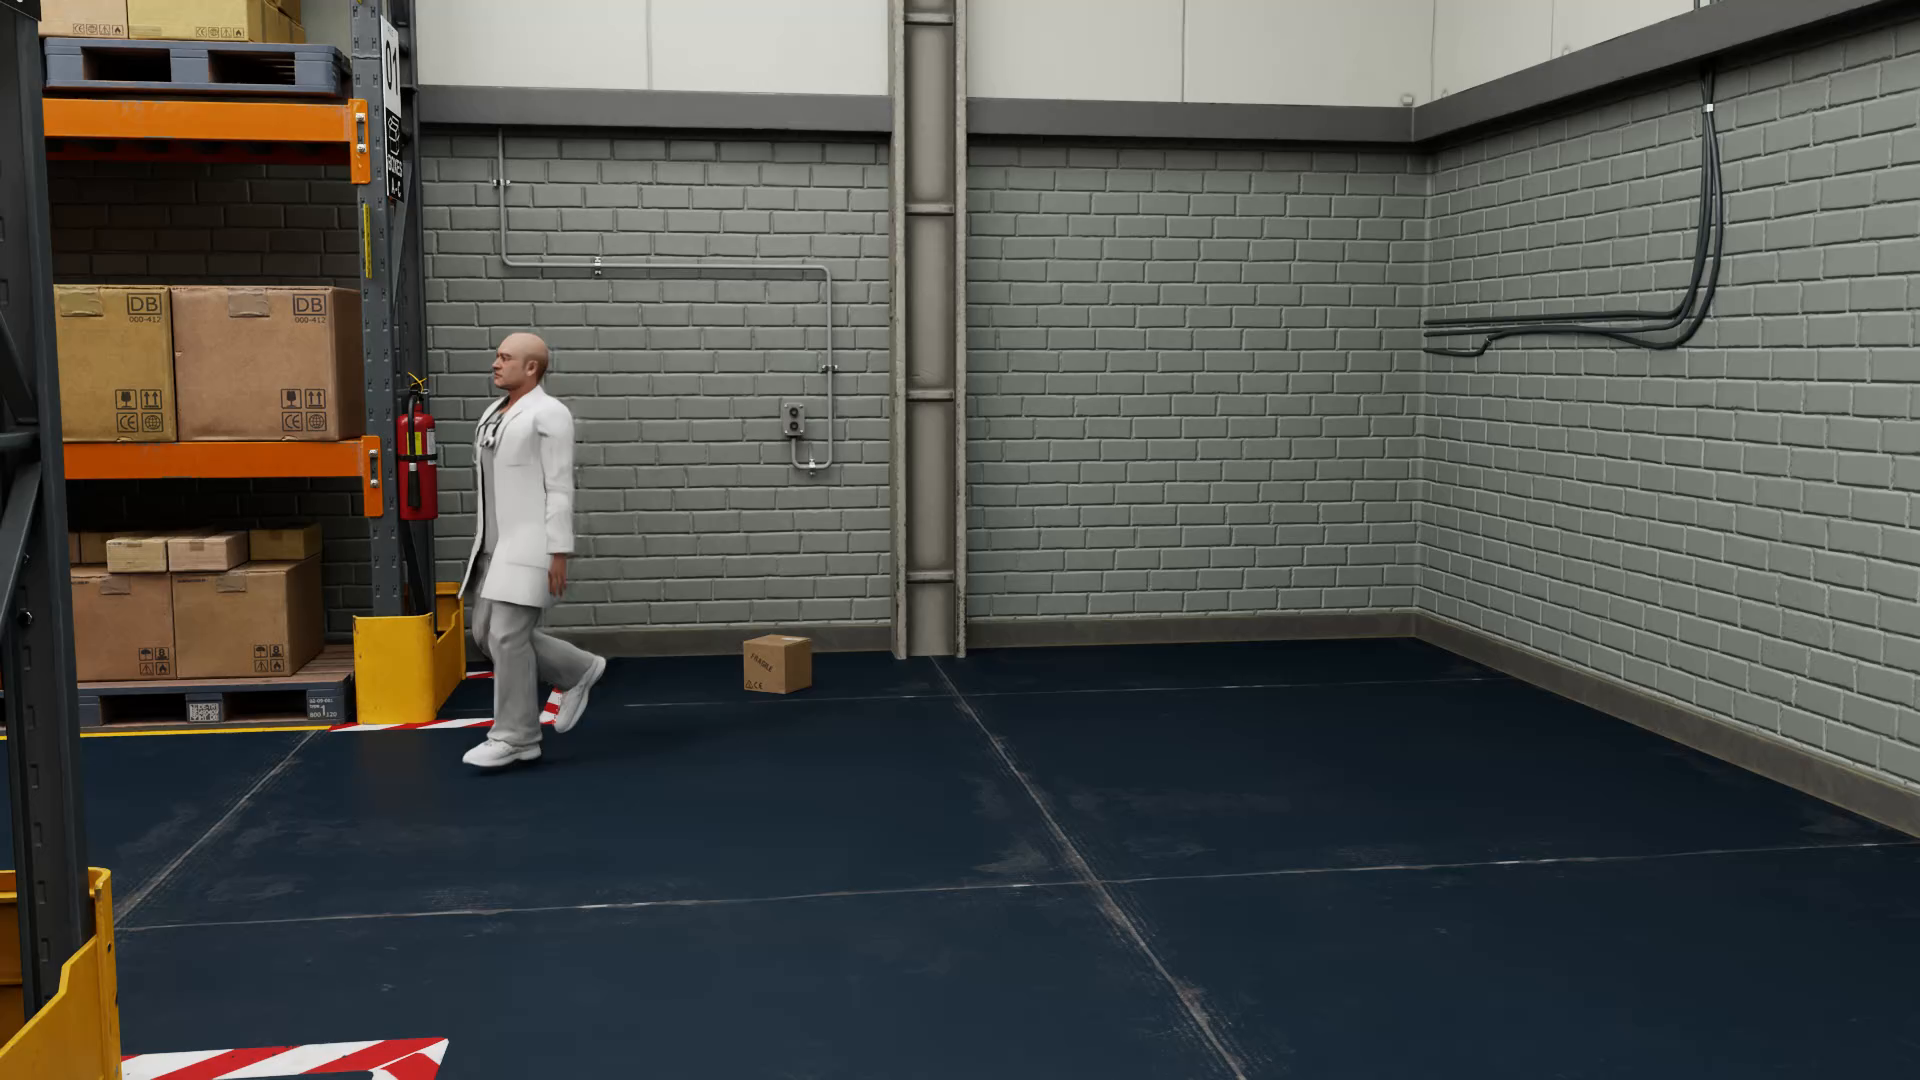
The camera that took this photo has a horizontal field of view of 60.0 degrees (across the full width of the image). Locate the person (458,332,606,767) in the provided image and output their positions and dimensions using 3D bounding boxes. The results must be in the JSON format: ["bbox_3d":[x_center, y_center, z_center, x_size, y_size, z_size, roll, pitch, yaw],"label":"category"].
[{"bbox_3d":[-1.790,0.026,6.873,0.580,1.756,0.706,6,9,43],"label":"person"}]
